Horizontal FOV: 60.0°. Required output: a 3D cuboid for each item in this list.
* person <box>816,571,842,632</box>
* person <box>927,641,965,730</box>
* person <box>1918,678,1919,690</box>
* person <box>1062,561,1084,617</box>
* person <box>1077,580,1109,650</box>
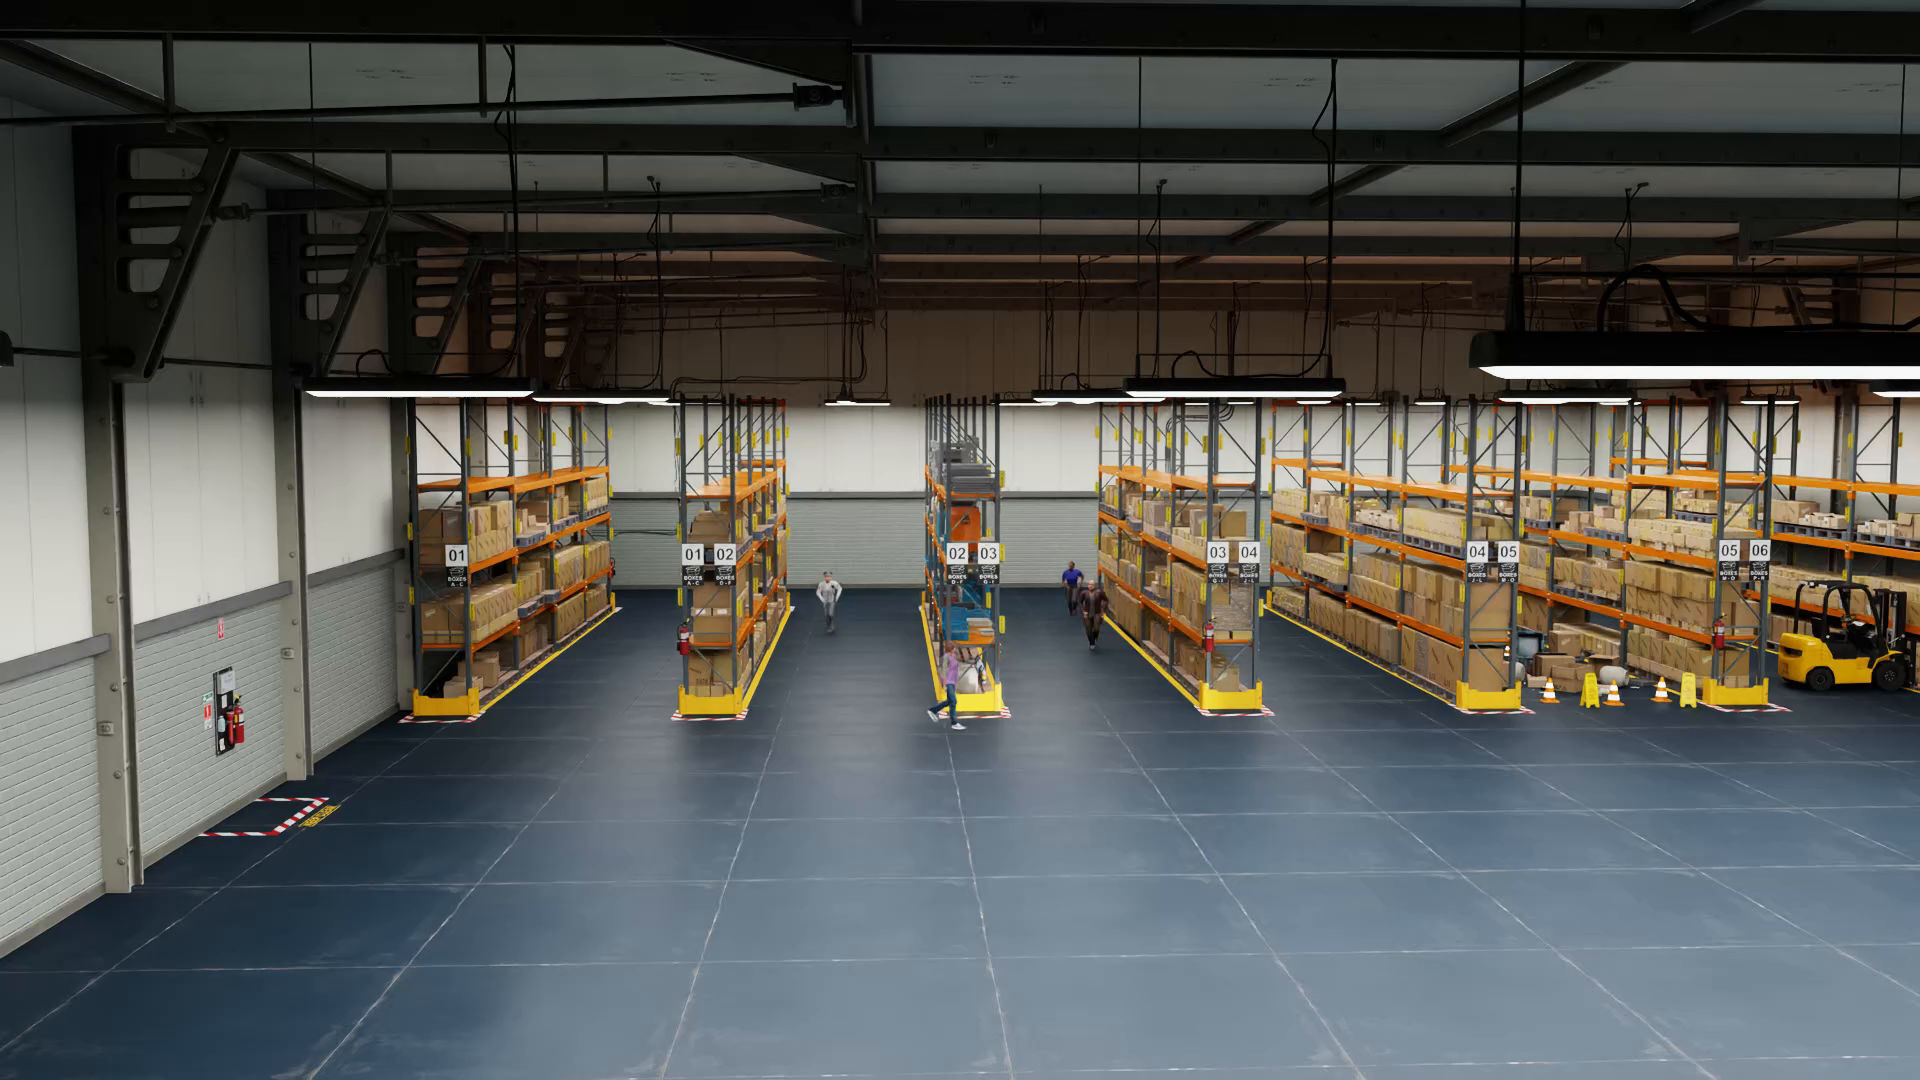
[{"bbox_3d":[-3.340,1.572,42.477,0.616,1.603,0.702,1,5,7],"label":"person"},{"bbox_3d":[-0.228,2.575,29.812,0.779,1.566,0.455,2,5,21],"label":"person"},{"bbox_3d":[17.391,2.549,29.651,0.520,1.599,1.094,3,5,33],"label":"person"},{"bbox_3d":[3.091,1.357,45.506,0.607,1.554,0.736,1,5,8],"label":"person"},{"bbox_3d":[3.156,1.774,39.444,0.751,1.687,0.642,1,5,7],"label":"person"}]
